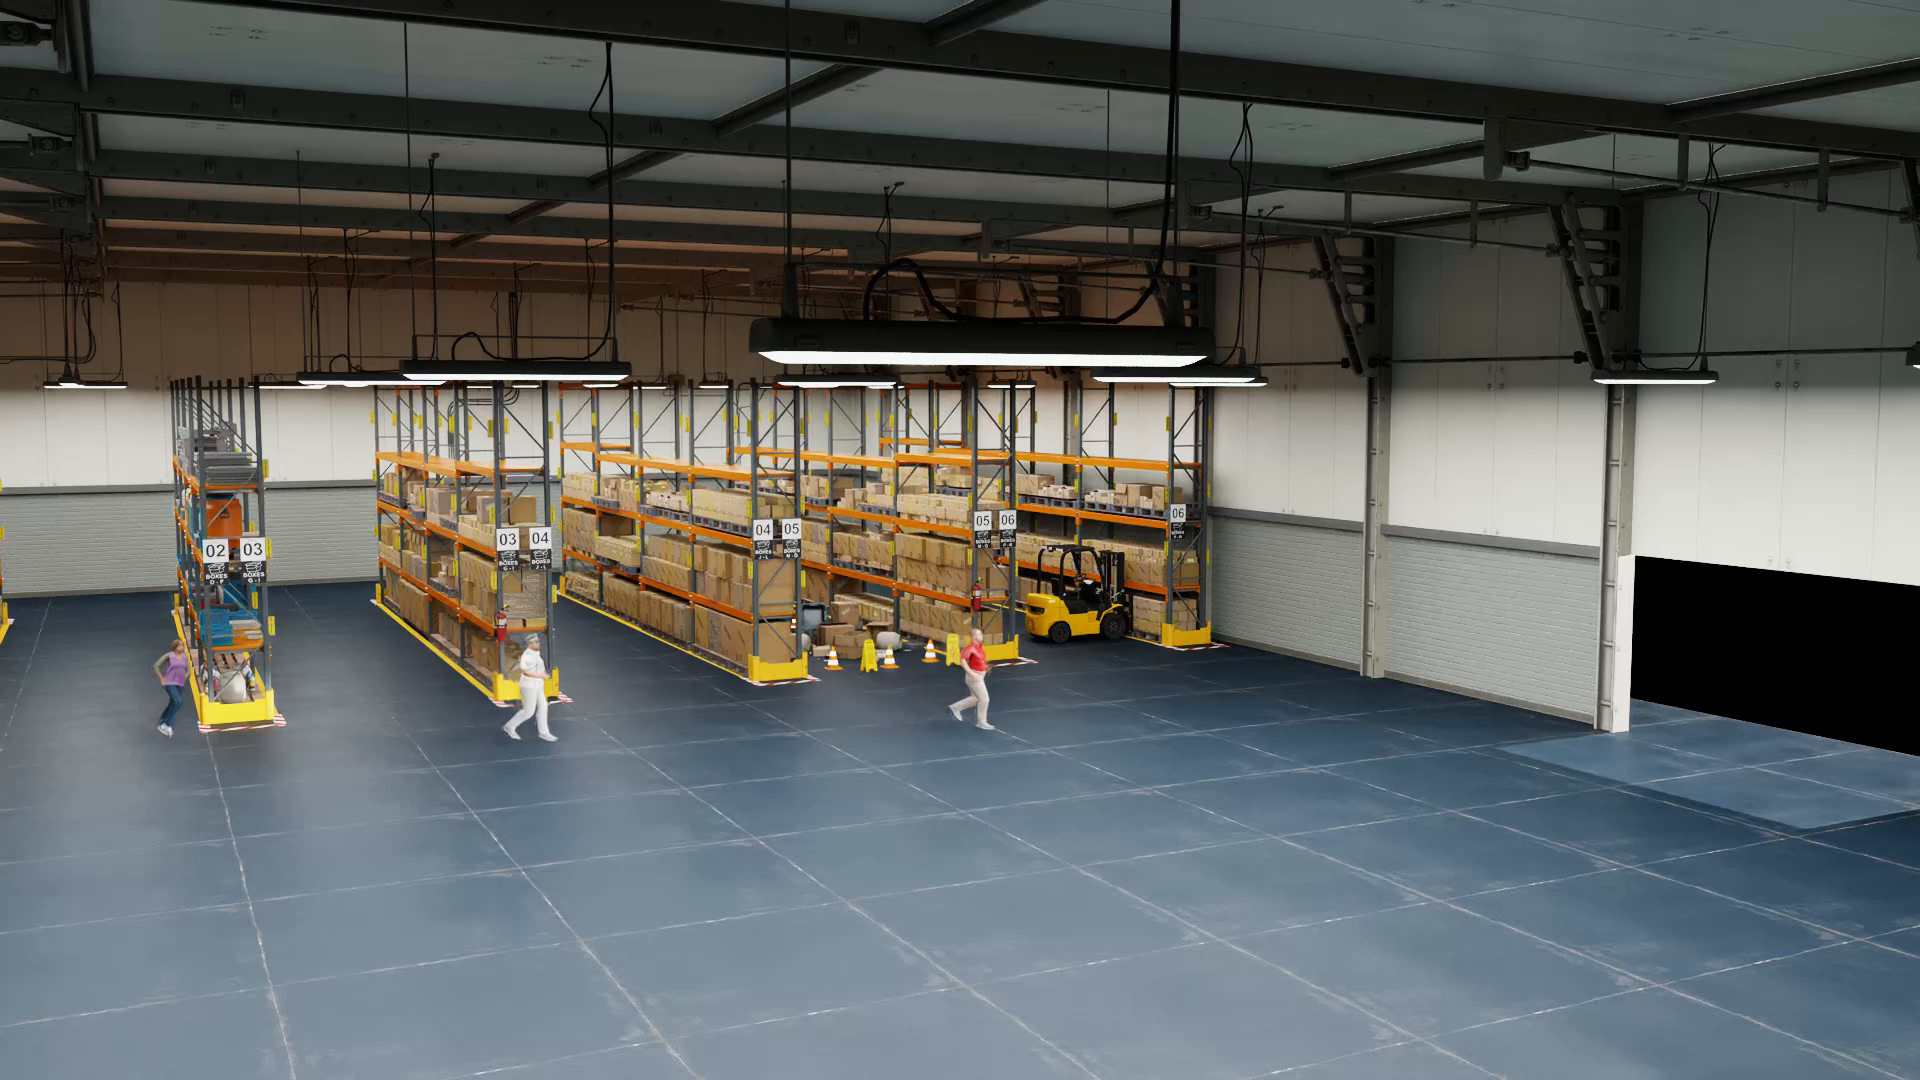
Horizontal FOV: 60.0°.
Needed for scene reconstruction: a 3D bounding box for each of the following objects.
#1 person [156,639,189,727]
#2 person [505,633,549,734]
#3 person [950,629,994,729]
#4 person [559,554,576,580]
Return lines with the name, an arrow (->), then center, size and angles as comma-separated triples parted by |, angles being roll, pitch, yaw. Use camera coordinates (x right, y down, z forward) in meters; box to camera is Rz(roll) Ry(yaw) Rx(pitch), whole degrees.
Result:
person -> -13.201, 2.448, 27.928 | 0.625, 1.360, 0.477 | 2, 6, 25
person -> -7.100, 2.357, 27.268 | 0.677, 1.685, 0.465 | 0, 5, 2
person -> 0.202, 2.363, 28.406 | 0.816, 1.715, 0.680 | 1, 5, 14
person -> -11.428, 0.580, 48.667 | 0.606, 1.686, 0.596 | -4, 6, -36
